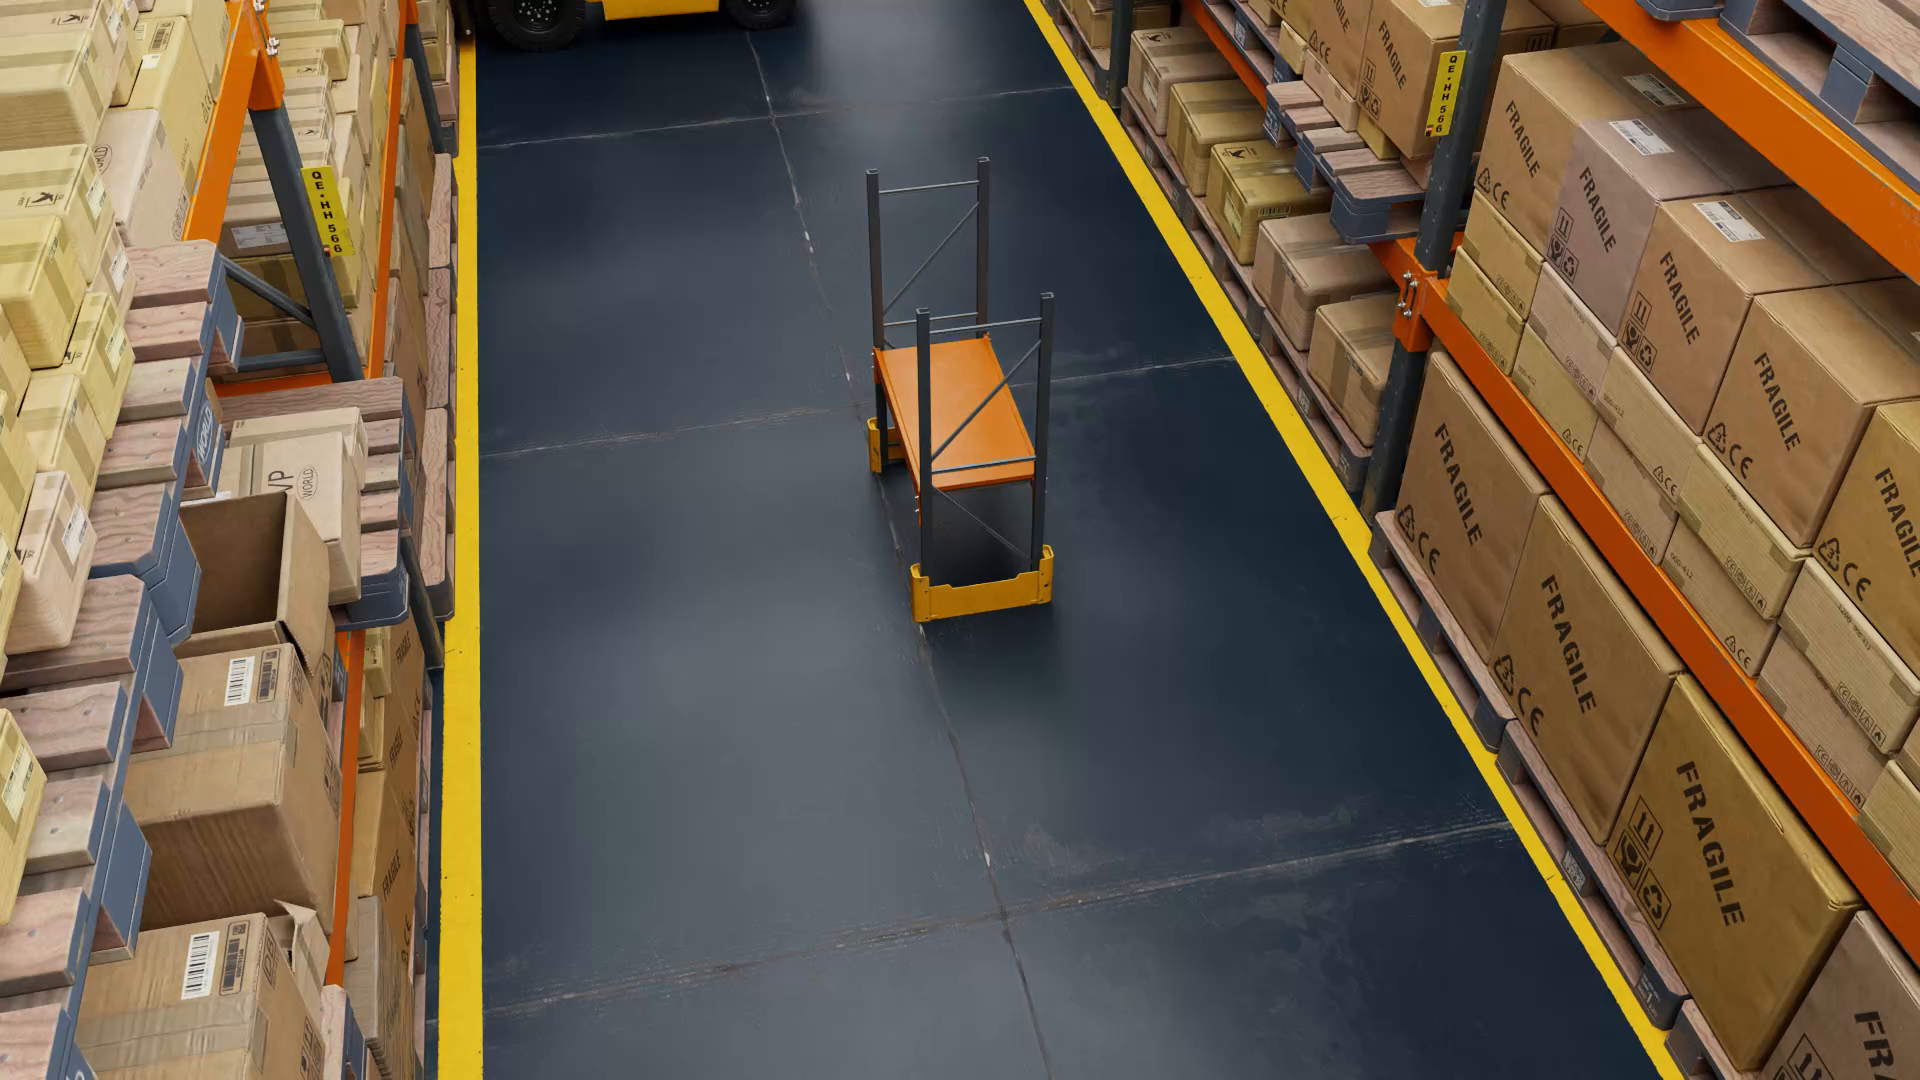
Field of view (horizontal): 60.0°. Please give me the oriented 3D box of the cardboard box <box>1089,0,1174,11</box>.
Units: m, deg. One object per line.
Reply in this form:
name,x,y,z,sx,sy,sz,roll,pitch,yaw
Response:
cardboard box,1.023,-3.631,10.271,0.500,0.500,0.500,-9,42,-10

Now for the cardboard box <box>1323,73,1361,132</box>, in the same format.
cardboard box,1.749,-1.846,6.943,0.380,0.149,0.250,-9,42,-10

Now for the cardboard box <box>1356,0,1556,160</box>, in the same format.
cardboard box,1.907,-1.844,6.452,0.500,0.500,0.500,-9,42,-11

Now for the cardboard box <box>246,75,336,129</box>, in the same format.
cardboard box,-2.559,-1.602,6.231,0.380,0.149,0.250,-8,42,-9

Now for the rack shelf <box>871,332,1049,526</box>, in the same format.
rack shelf,-0.018,-0.482,6.934,0.538,0.185,1.000,-8,42,-9

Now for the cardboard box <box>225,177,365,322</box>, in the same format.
cardboard box,-2.402,-1.027,5.884,0.500,0.250,0.500,-8,42,-9

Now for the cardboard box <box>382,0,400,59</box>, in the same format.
cardboard box,-2.955,-2.492,7.911,0.500,0.250,0.500,-9,42,-10

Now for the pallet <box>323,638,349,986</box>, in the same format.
pallet,-2.145,0.762,4.277,1.003,0.211,1.213,-8,42,-9

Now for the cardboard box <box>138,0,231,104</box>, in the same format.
cardboard box,-2.222,-1.338,4.351,0.500,0.250,0.500,-10,43,-11

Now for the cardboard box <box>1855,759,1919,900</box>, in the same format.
cardboard box,2.688,0.780,4.224,0.500,0.250,0.500,-9,42,-10

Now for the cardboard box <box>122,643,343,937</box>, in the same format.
cardboard box,-1.873,0.638,3.880,0.700,0.500,0.500,-9,42,-10

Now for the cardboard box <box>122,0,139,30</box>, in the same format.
cardboard box,-2.189,-1.245,3.946,0.380,0.149,0.250,-7,42,-8

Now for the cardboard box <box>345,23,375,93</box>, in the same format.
cardboard box,-2.764,-2.018,7.000,0.500,0.250,0.500,-8,42,-9

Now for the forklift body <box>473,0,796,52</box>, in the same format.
forklift body,-2.106,-4.470,10.666,2.313,2.155,1.214,-8,42,-9

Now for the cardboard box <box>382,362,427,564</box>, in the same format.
cardboard box,-2.691,-0.245,6.739,0.875,0.625,0.625,-7,42,-8

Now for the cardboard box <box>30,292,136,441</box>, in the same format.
cardboard box,-1.651,-0.278,2.841,0.380,0.149,0.250,-7,42,-8

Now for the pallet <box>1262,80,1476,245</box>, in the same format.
pallet,2.019,-1.659,7.003,1.213,0.211,1.003,-8,42,-9

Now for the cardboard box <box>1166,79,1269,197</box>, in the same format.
cardboard box,1.687,-2.246,9.183,0.950,0.372,0.625,-6,42,-7

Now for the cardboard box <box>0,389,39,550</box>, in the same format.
cardboard box,-1.564,-0.063,2.376,0.380,0.149,0.250,-9,42,-10

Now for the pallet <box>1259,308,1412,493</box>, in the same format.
pallet,2.109,-0.747,7.933,1.003,0.211,1.213,-8,42,-9

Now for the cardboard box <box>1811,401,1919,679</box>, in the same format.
cardboard box,2.589,-0.021,4.186,0.500,0.500,0.500,-7,42,-8

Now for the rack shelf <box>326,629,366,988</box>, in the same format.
rack shelf,-2.138,0.996,4.411,1.077,0.370,4.000,-8,42,-9

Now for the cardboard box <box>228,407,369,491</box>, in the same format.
cardboard box,-2.053,-0.262,5.159,0.380,0.149,0.250,-8,42,-8

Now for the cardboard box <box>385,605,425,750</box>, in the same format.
cardboard box,-2.268,0.451,6.049,0.500,0.500,0.500,-7,42,-8

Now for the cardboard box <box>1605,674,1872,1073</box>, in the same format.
cardboard box,2.725,0.972,5.180,0.875,0.875,0.875,-7,42,-8

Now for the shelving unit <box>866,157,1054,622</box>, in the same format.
shelving unit,-0.016,-0.610,6.808,0.587,1.500,1.083,-8,42,-9

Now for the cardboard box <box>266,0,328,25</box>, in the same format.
cardboard box,-2.790,-2.089,6.779,0.380,0.149,0.250,-8,42,-9

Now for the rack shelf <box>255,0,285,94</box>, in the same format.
rack shelf,-3.001,-2.719,6.336,1.077,0.370,4.000,-8,42,-9

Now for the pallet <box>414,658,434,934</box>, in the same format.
pallet,-2.445,0.962,6.007,1.003,0.211,1.213,-8,42,-9

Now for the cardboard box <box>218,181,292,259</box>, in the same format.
cardboard box,-2.351,-1.099,5.664,0.380,0.149,0.250,-7,42,-8

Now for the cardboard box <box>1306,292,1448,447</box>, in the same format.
cardboard box,2.164,-0.826,7.584,0.950,0.372,0.625,-11,43,-12

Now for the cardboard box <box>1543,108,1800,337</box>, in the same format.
cardboard box,2.261,-1.020,5.311,0.500,0.500,0.500,-8,42,-9

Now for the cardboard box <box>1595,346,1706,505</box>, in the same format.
cardboard box,2.351,-0.391,5.167,0.500,0.250,0.500,-8,42,-9

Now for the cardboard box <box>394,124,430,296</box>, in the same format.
cardboard box,-3.149,-1.591,8.255,0.875,0.625,0.625,-9,42,-10

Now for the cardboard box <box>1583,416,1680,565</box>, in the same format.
cardboard box,2.372,-0.203,5.332,0.500,0.250,0.500,-7,42,-8

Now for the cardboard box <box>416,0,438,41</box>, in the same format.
cardboard box,-3.231,-3.024,9.399,0.500,0.250,0.500,-9,42,-10

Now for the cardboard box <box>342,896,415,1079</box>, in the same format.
cardboard box,-1.925,1.450,4.924,0.500,0.500,0.500,-10,43,-11

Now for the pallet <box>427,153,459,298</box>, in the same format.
pallet,-3.236,-1.648,8.947,1.003,0.211,1.213,-8,42,-9

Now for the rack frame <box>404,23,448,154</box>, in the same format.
rack frame,-3.433,-3.163,8.553,1.000,3.000,0.127,-8,42,-9

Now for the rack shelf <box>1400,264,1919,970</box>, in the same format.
rack shelf,2.708,0.282,5.215,1.077,0.370,4.000,-8,42,-9

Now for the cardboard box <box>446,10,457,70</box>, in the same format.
cardboard box,-3.339,-2.979,10.102,0.500,0.250,0.500,-9,42,-10

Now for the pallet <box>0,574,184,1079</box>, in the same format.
pallet,-1.778,0.539,2.266,1.213,0.211,1.003,-8,42,-9

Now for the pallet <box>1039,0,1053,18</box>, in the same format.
pallet,0.967,-4.056,11.661,1.003,0.211,1.213,-8,42,-9

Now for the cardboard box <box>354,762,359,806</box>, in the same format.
cardboard box,-2.100,0.776,5.194,0.380,0.149,0.250,-7,42,-8

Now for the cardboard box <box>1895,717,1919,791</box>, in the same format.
cardboard box,2.692,0.605,4.046,0.500,0.250,0.500,-7,42,-8

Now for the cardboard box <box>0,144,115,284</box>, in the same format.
cardboard box,-1.732,-0.557,2.932,0.380,0.149,0.250,-8,42,-9

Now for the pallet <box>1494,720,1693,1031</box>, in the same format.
pallet,2.633,1.070,5.885,1.003,0.211,1.213,-8,42,-9

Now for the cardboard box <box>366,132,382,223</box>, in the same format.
cardboard box,-2.648,-1.496,6.789,0.500,0.250,0.500,-10,42,-11

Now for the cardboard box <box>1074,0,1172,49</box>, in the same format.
cardboard box,1.023,-3.350,10.519,0.500,0.250,0.500,-7,42,-7

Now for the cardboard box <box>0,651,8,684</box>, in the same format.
cardboard box,-1.555,0.227,2.273,0.380,0.149,0.250,-8,42,-9

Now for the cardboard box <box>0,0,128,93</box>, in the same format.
cardboard box,-1.983,-1.038,3.488,0.380,0.149,0.250,-9,42,-10

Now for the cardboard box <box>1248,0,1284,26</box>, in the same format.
cardboard box,1.564,-2.518,7.701,0.380,0.149,0.250,-10,42,-11

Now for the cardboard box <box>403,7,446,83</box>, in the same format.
cardboard box,-3.236,-2.836,9.564,0.500,0.250,0.500,-9,42,-9
